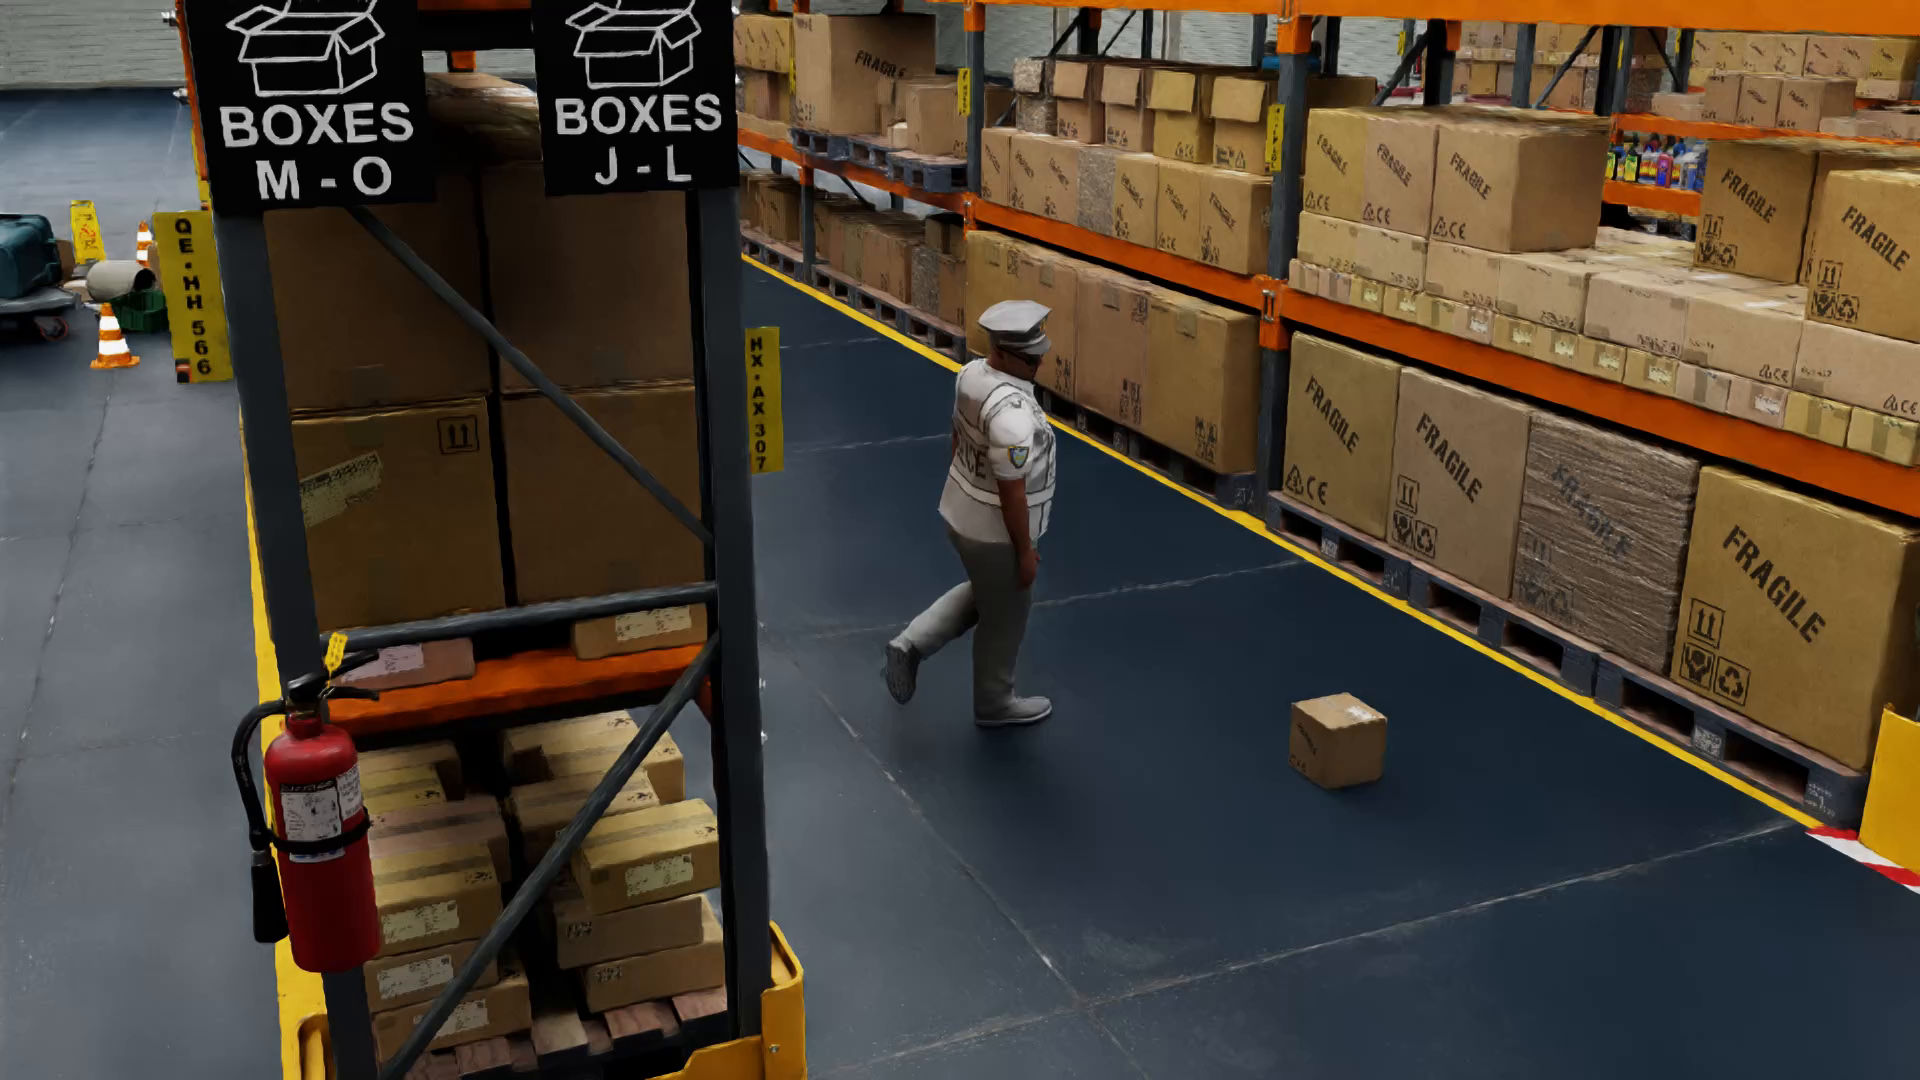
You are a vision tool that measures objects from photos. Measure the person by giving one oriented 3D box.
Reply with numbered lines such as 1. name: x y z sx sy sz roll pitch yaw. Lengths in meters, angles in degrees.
1. person: 0.093 -0.050 6.214 0.667 1.717 0.630 -7 20 -20
